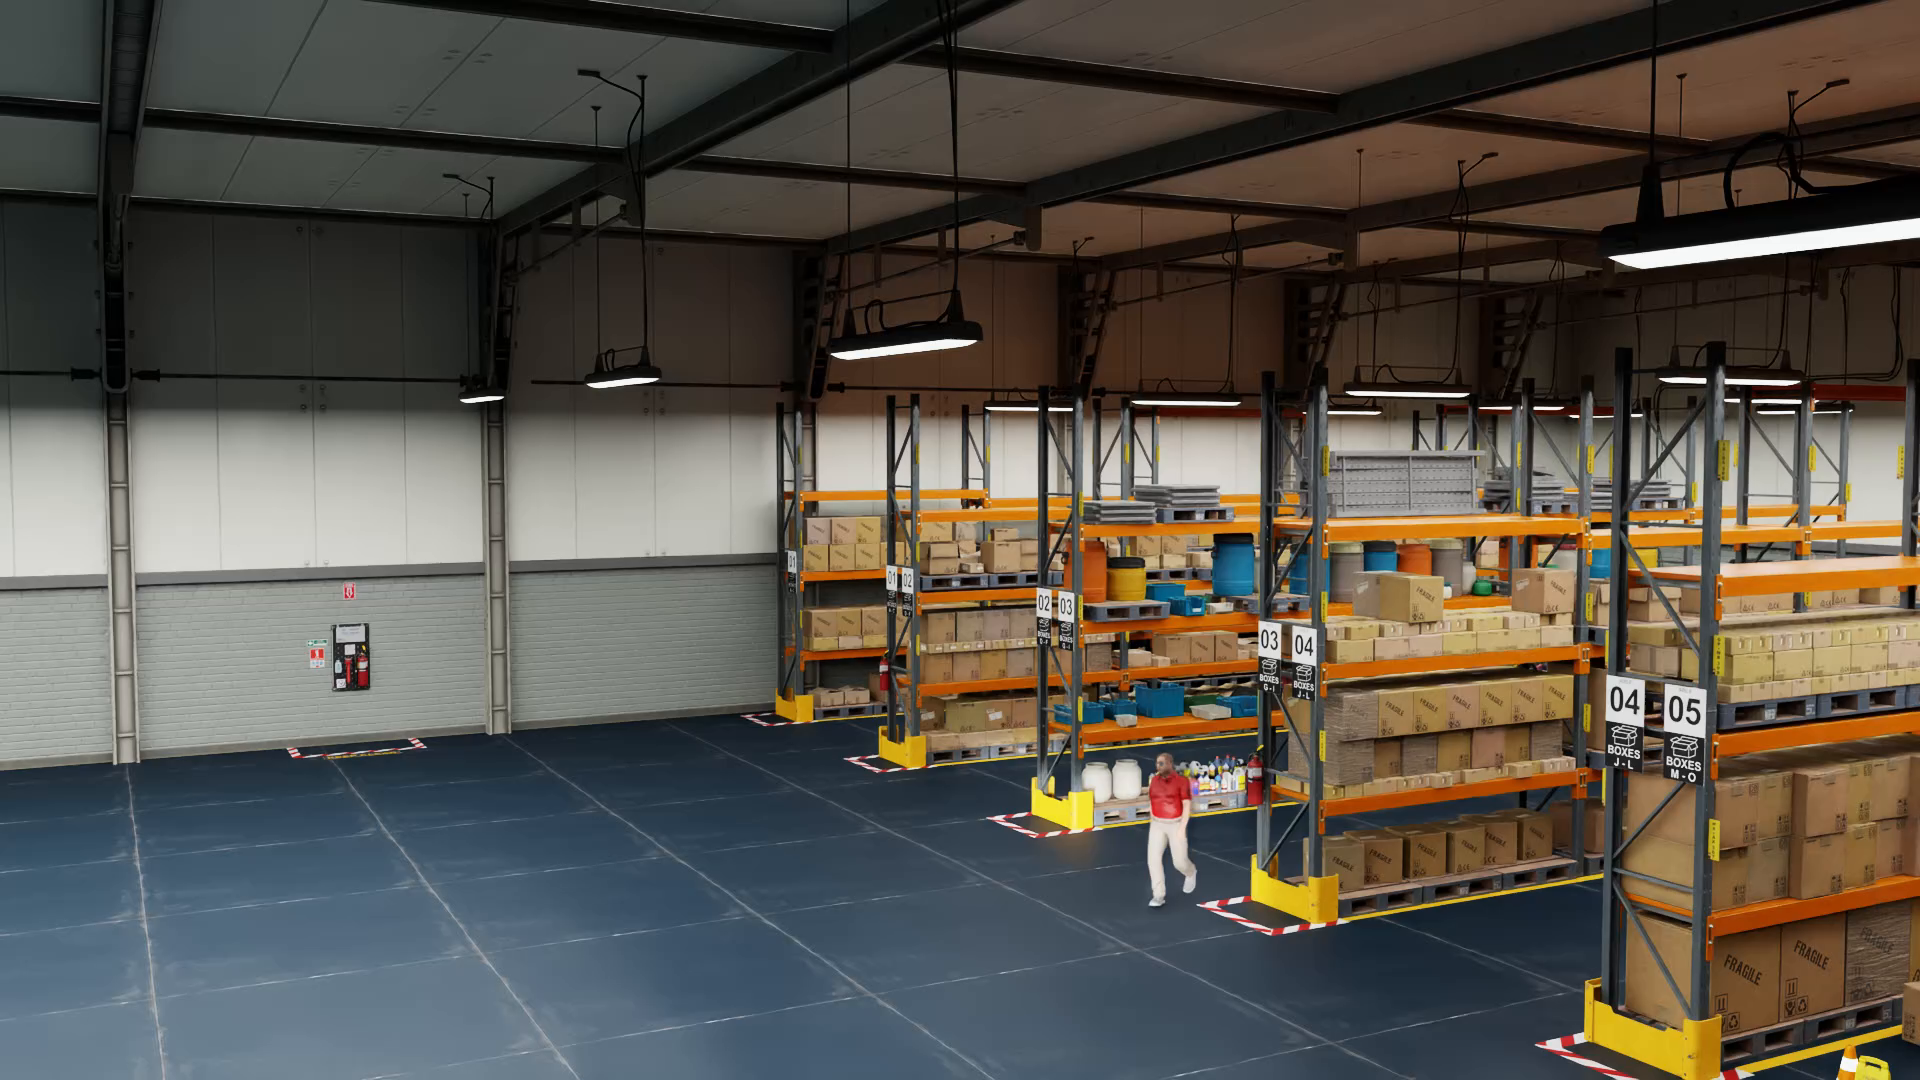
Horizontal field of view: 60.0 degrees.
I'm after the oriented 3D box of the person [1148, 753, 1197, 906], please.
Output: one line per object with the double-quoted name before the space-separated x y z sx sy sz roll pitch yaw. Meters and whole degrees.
"person" 2.363 3.254 18.834 0.546 1.670 0.883 2 4 29
